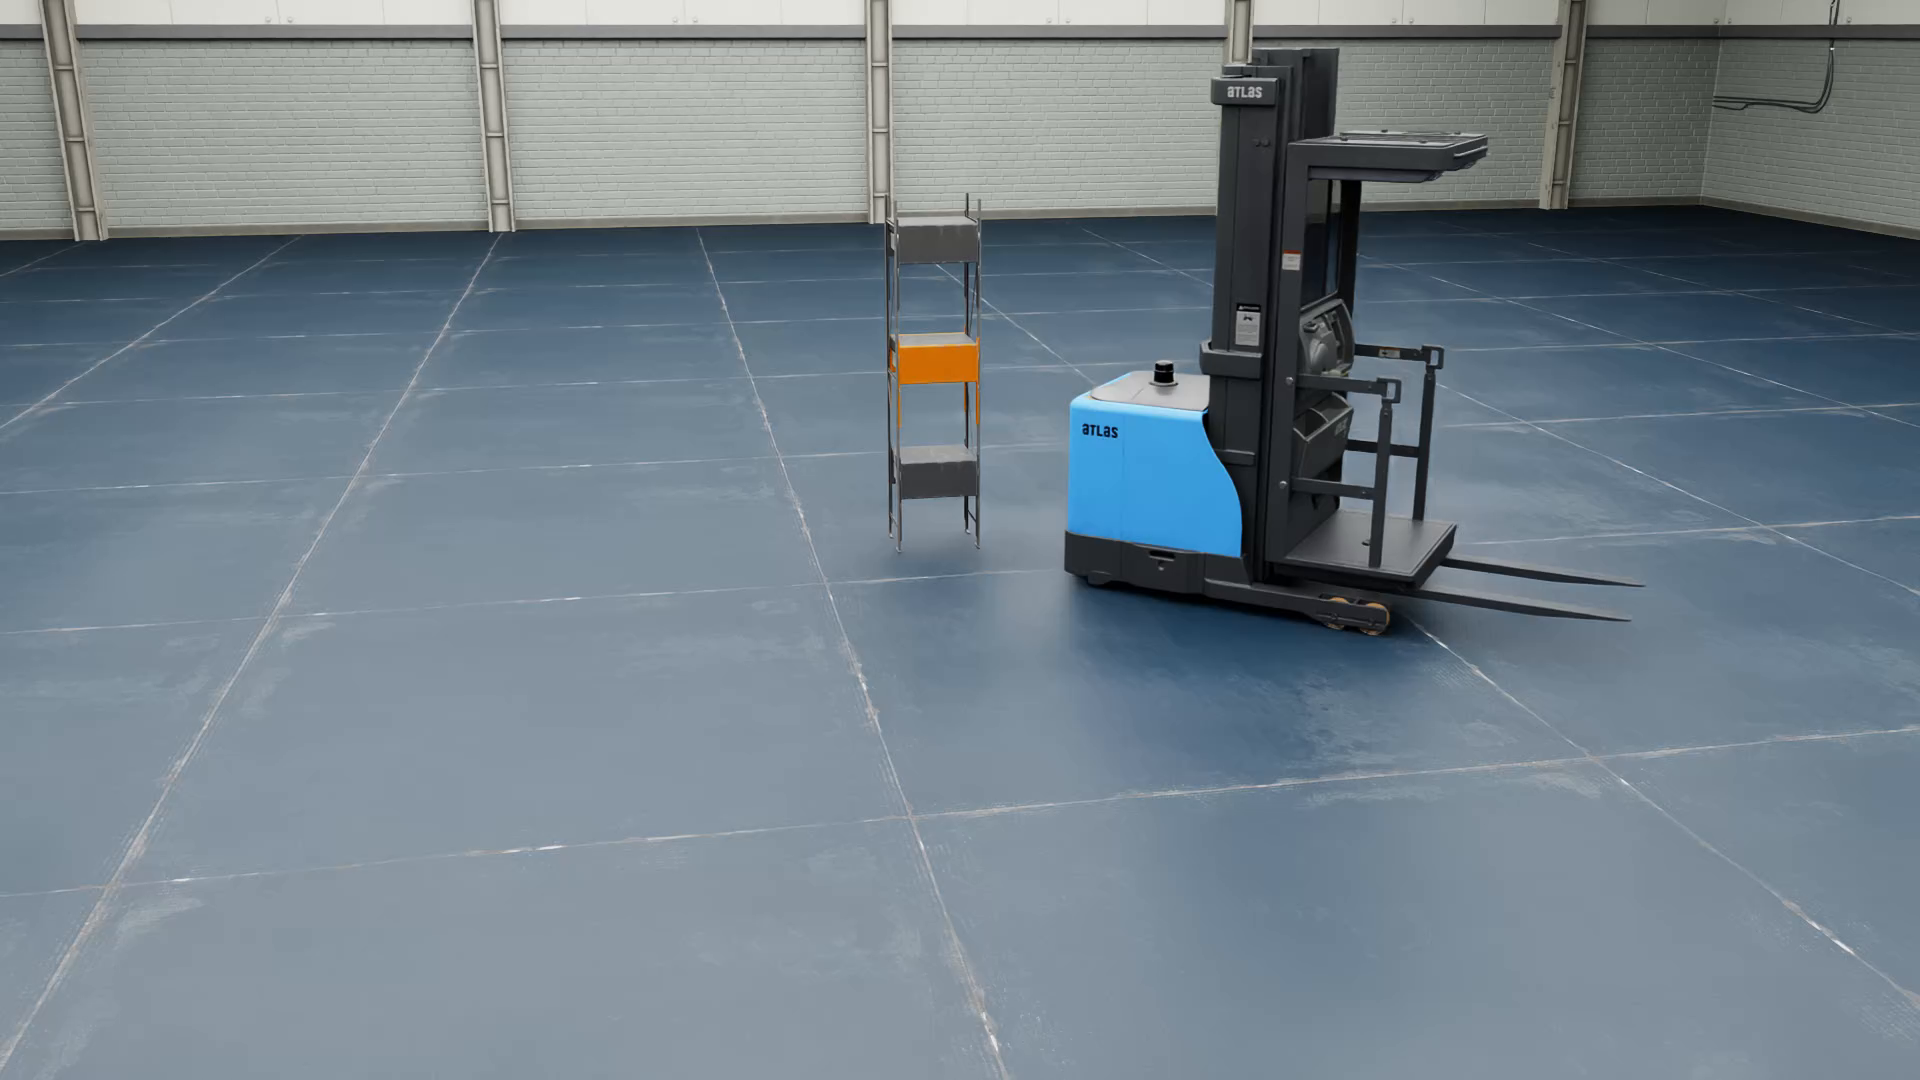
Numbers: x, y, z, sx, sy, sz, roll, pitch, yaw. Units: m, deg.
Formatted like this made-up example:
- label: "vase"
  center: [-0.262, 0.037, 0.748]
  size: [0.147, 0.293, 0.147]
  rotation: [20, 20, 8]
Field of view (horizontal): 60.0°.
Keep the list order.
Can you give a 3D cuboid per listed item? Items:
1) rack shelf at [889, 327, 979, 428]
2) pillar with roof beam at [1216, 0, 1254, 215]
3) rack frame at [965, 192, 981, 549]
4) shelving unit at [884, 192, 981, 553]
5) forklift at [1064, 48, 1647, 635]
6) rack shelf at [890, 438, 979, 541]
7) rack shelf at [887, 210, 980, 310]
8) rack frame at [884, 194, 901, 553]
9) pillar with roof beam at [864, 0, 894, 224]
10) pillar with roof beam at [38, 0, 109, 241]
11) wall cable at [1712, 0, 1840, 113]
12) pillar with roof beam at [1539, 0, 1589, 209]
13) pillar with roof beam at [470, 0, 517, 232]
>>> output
- label: "rack shelf"
  center: [-0.163, -0.981, 9.978]
  size: [0.480, 0.518, 0.431]
  rotation: [-3, 17, -10]
- label: "pillar with roof beam"
  center: [5.411, -8.594, 22.965]
  size: [0.400, 9.000, 9.100]
  rotation: [-3, 17, -10]
- label: "rack frame"
  center: [0.077, -1.008, 10.018]
  size: [0.015, 2.100, 0.400]
  rotation: [-3, 17, -10]
- label: "shelving unit"
  center: [-0.163, -0.995, 9.974]
  size: [0.503, 2.100, 0.431]
  rotation: [-3, 17, -10]
- label: "forklift"
  center: [2.145, -1.081, 8.841]
  size: [3.031, 2.935, 1.130]
  rotation: [9, 19, 26]
- label: "rack shelf"
  center: [-0.163, -0.312, 10.183]
  size: [0.480, 0.518, 0.431]
  rotation: [-3, 17, -10]
- label: "rack shelf"
  center: [-0.163, -1.651, 9.772]
  size: [0.480, 0.518, 0.431]
  rotation: [-3, 17, -10]
- label: "rack frame"
  center: [-0.402, -0.981, 9.929]
  size: [0.015, 2.100, 0.400]
  rotation: [-3, 17, -10]
- label: "pillar with roof beam"
  center: [-0.480, -8.260, 21.877]
  size: [0.400, 9.000, 9.100]
  rotation: [-3, 17, -10]
- label: "pillar with roof beam"
  center: [-12.262, -7.591, 19.701]
  size: [0.400, 9.000, 9.100]
  rotation: [-3, 17, -10]
- label: "wall cable"
  center: [13.629, -8.468, 27.843]
  size: [0.112, 2.526, 3.097]
  rotation: [-3, 17, -10]
- label: "pillar with roof beam"
  center: [11.302, -8.928, 24.053]
  size: [0.400, 9.000, 9.100]
  rotation: [-3, 17, -10]
- label: "pillar with roof beam"
  center: [-6.371, -7.926, 20.789]
  size: [0.400, 9.000, 9.100]
  rotation: [-3, 17, -10]
